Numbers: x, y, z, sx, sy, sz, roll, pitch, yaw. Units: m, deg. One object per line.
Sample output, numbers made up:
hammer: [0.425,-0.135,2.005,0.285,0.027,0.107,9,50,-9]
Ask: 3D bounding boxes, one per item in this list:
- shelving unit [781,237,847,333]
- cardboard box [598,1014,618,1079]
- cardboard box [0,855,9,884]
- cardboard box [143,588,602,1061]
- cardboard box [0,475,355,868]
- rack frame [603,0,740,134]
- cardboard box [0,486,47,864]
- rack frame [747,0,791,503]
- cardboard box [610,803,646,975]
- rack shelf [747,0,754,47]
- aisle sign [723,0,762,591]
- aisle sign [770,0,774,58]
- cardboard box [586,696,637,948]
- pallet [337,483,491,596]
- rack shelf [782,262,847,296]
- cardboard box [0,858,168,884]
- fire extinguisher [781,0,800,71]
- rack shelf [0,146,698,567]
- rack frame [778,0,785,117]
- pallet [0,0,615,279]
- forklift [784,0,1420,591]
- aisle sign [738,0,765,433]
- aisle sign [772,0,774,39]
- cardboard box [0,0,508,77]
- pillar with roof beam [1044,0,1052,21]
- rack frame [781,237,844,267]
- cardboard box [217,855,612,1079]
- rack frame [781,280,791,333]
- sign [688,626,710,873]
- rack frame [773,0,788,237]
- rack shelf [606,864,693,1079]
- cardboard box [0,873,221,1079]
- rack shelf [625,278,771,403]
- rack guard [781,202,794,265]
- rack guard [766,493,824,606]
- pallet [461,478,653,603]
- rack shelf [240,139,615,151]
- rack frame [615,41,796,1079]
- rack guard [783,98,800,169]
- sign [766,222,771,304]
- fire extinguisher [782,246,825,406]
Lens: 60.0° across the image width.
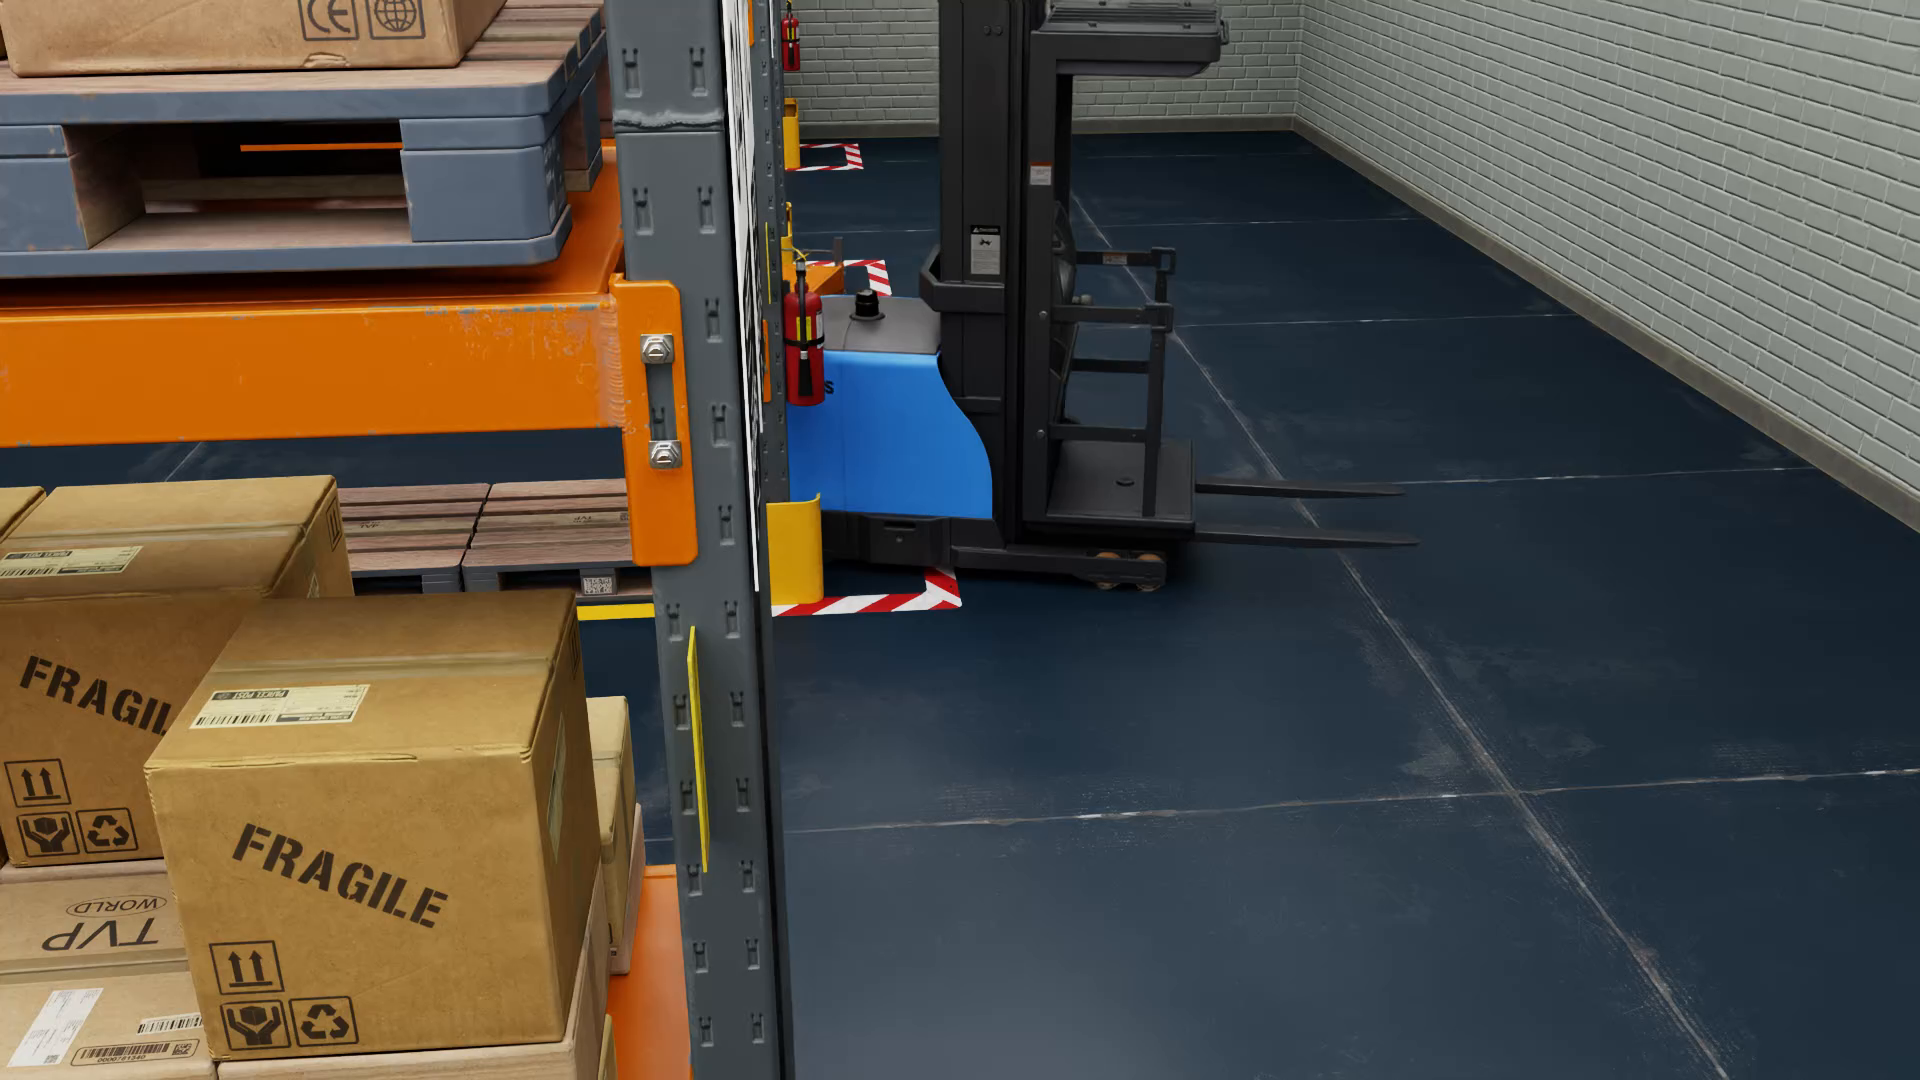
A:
shelving unit: [-0.971,-0.928,8.694,0.538,1.125,1.048,4,22,10]
cardboard box: [-0.708,0.959,2.709,0.250,0.149,0.380,-2,24,-4]
cardboard box: [-1.907,0.582,3.067,0.500,0.250,0.500,-3,24,-7]
cardboard box: [-0.845,0.413,2.524,0.500,0.500,0.500,-2,24,-4]
cardboard box: [-1.388,0.217,2.964,0.500,0.500,0.500,-3,24,-6]
rack frame: [-0.386,-2.044,1.770,0.127,3.000,1.000,-2,24,-5]
cardboard box: [-1.903,0.240,2.912,0.500,0.500,0.500,-3,24,-7]
rack frame: [-0.873,-1.305,7.493,0.127,3.000,1.000,-2,24,-5]
cardboard box: [-0.772,0.693,3.308,0.250,0.149,0.380,-2,24,-5]
rack shelf: [-2.863,-2.267,6.850,4.000,0.370,1.077,-2,24,-5]
aisle sign: [-0.285,-0.373,2.195,0.004,0.787,0.394,-2,24,-5]
aisle sign: [-0.773,-2.377,6.705,0.004,0.787,0.394,-2,24,-5]
cardboard box: [-0.890,0.540,3.161,0.500,0.250,0.500,-3,24,-7]
pallet: [-2.909,0.034,7.914,1.213,0.211,1.003,-2,24,-5]
rack shelf: [-0.970,-1.199,8.584,0.538,0.278,1.000,4,22,10]
cardboard box: [-1.407,0.563,3.109,0.500,0.250,0.500,-3,24,-6]
fire extinguisher: [-1.651,-4.923,16.188,0.183,0.674,0.296,-2,24,-5]
rack shelf: [-2.376,-0.265,2.346,4.000,0.370,1.077,-2,24,-5]
rack frame: [-1.847,-5.309,16.502,0.127,3.000,1.000,-2,24,-5]
pallet: [-1.123,-0.599,2.322,1.213,0.211,1.003,-2,24,-5]
forklift: [0.664,-1.334,7.643,3.031,2.935,1.130,3,24,7]
aisle sign: [-0.344,-0.615,2.740,0.004,0.787,0.394,-2,24,-5]
aisle sign: [-0.831,-2.616,7.242,0.004,0.787,0.394,-2,24,-5]
cardboard box: [-0.898,-0.915,2.158,0.500,0.500,0.700,-4,24,-8]
pillar with roof beam: [1.178,-6.768,12.398,0.400,9.000,9.100,-2,24,-5]
rack frame: [-0.877,-1.115,9.157,0.500,1.125,0.032,4,22,10]
cardboard box: [-0.842,0.756,2.674,0.500,0.250,0.500,-3,24,-6]
rack frame: [-1.066,-0.741,8.231,0.500,1.125,0.032,4,22,10]
sign: [-0.347,0.279,2.211,0.005,0.325,0.100,-2,24,-5]
rack frame: [-1.356,-3.307,11.998,0.127,3.000,1.000,-2,24,-5]
rack shelf: [-2.376,1.105,2.955,4.000,0.370,1.077,-2,24,-5]
cardboard box: [-1.347,0.776,2.629,0.500,0.250,0.500,-3,24,-6]
rack shelf: [-2.863,-0.896,7.460,4.000,0.370,1.077,-2,24,-5]
rack guard: [-1.432,-2.162,12.499,0.348,0.500,1.175,-2,24,-5]
rack guard: [-0.850,-0.169,8.015,0.348,0.500,1.175,-2,24,-5]
pallet: [-1.697,-0.014,8.021,1.213,0.211,1.003,-2,24,-5]
rack shelf: [-3.346,-2.899,11.964,4.000,0.370,1.077,-2,24,-5]
rack frame: [-0.386,0.697,2.989,0.127,3.000,1.000,-2,24,-5]
rack guard: [-1.823,-4.168,17.012,0.348,0.500,1.175,-2,24,-5]
sign: [-0.803,-1.158,6.961,0.005,0.325,0.100,-2,24,-5]
fire extinguisher: [-0.678,-0.922,7.185,0.183,0.674,0.296,-2,24,-5]
